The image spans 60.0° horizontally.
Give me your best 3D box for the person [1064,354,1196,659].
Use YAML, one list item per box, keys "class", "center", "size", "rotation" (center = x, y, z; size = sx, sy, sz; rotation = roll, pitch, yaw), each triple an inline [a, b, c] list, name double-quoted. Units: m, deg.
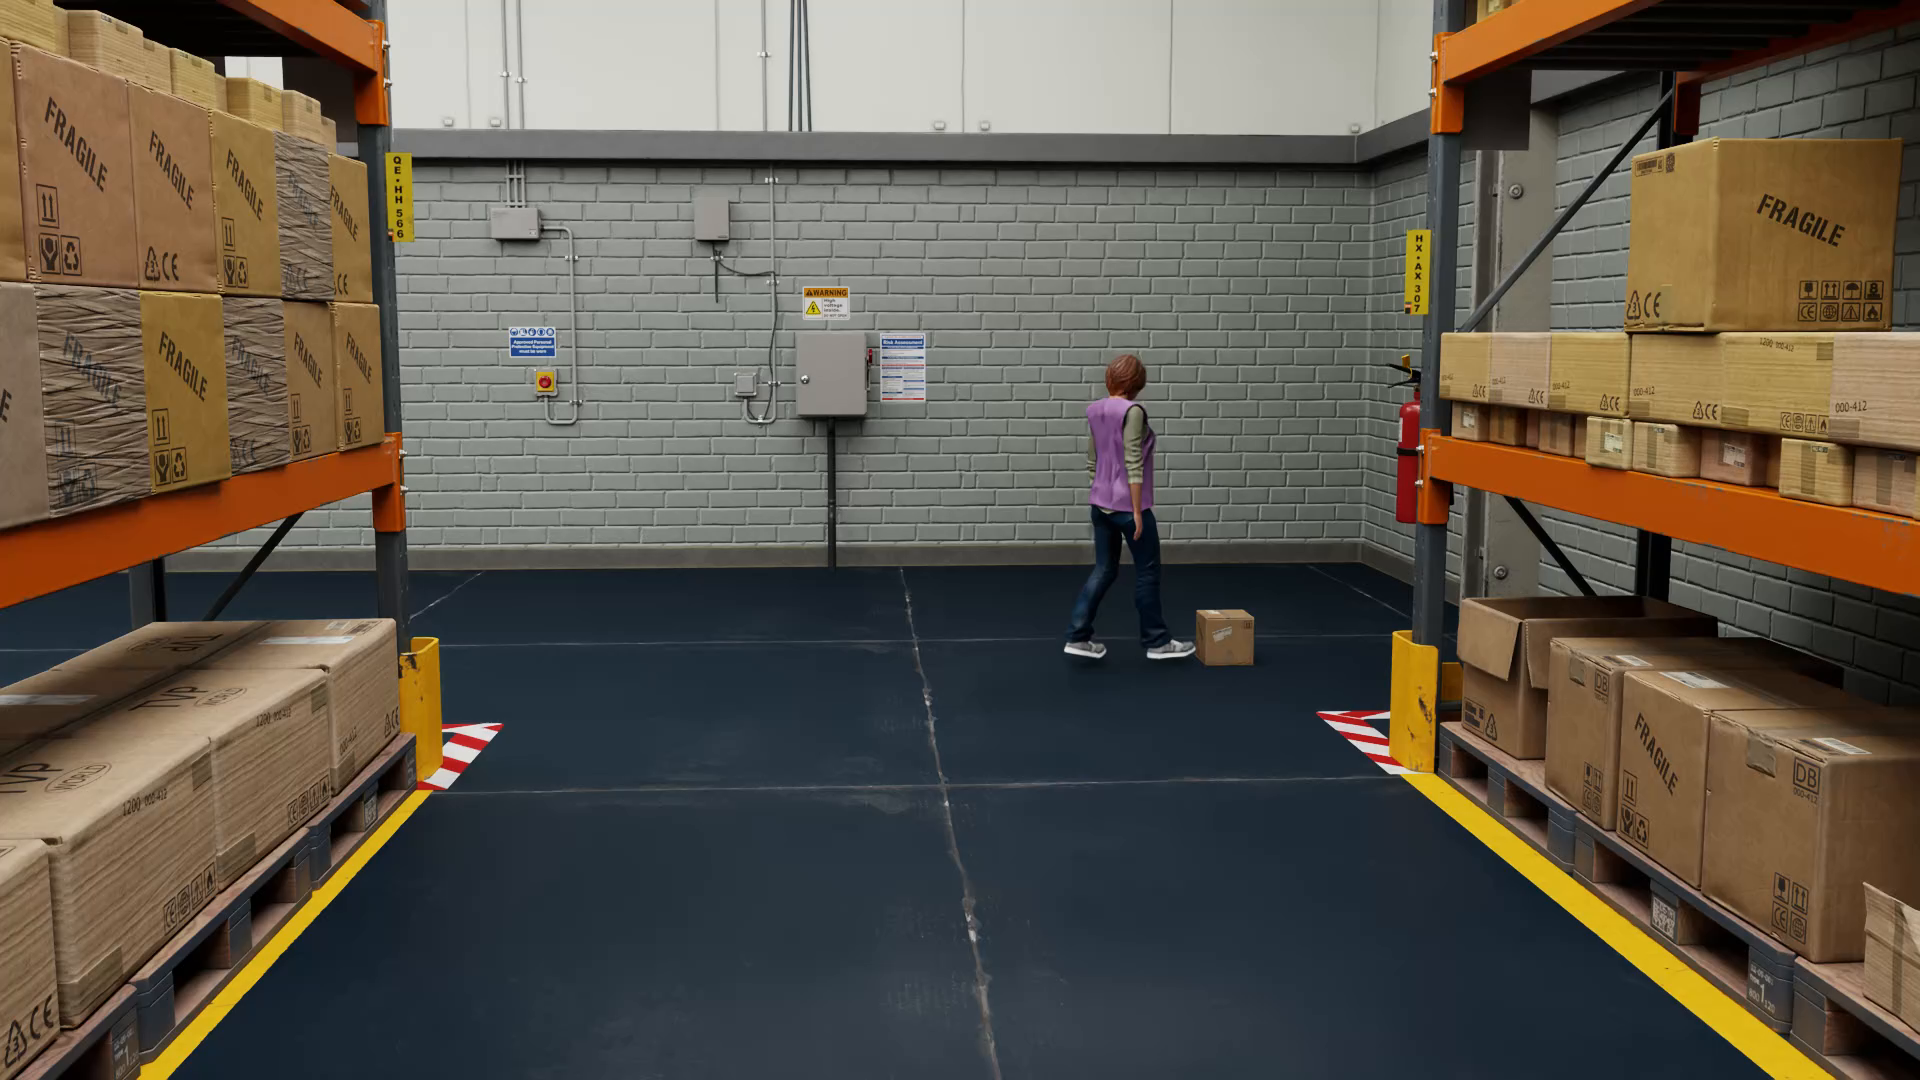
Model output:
- class: "person"
  center: [0.866, -0.158, 8.522]
  size: [0.694, 1.549, 0.448]
  rotation: [-4, 8, -32]
